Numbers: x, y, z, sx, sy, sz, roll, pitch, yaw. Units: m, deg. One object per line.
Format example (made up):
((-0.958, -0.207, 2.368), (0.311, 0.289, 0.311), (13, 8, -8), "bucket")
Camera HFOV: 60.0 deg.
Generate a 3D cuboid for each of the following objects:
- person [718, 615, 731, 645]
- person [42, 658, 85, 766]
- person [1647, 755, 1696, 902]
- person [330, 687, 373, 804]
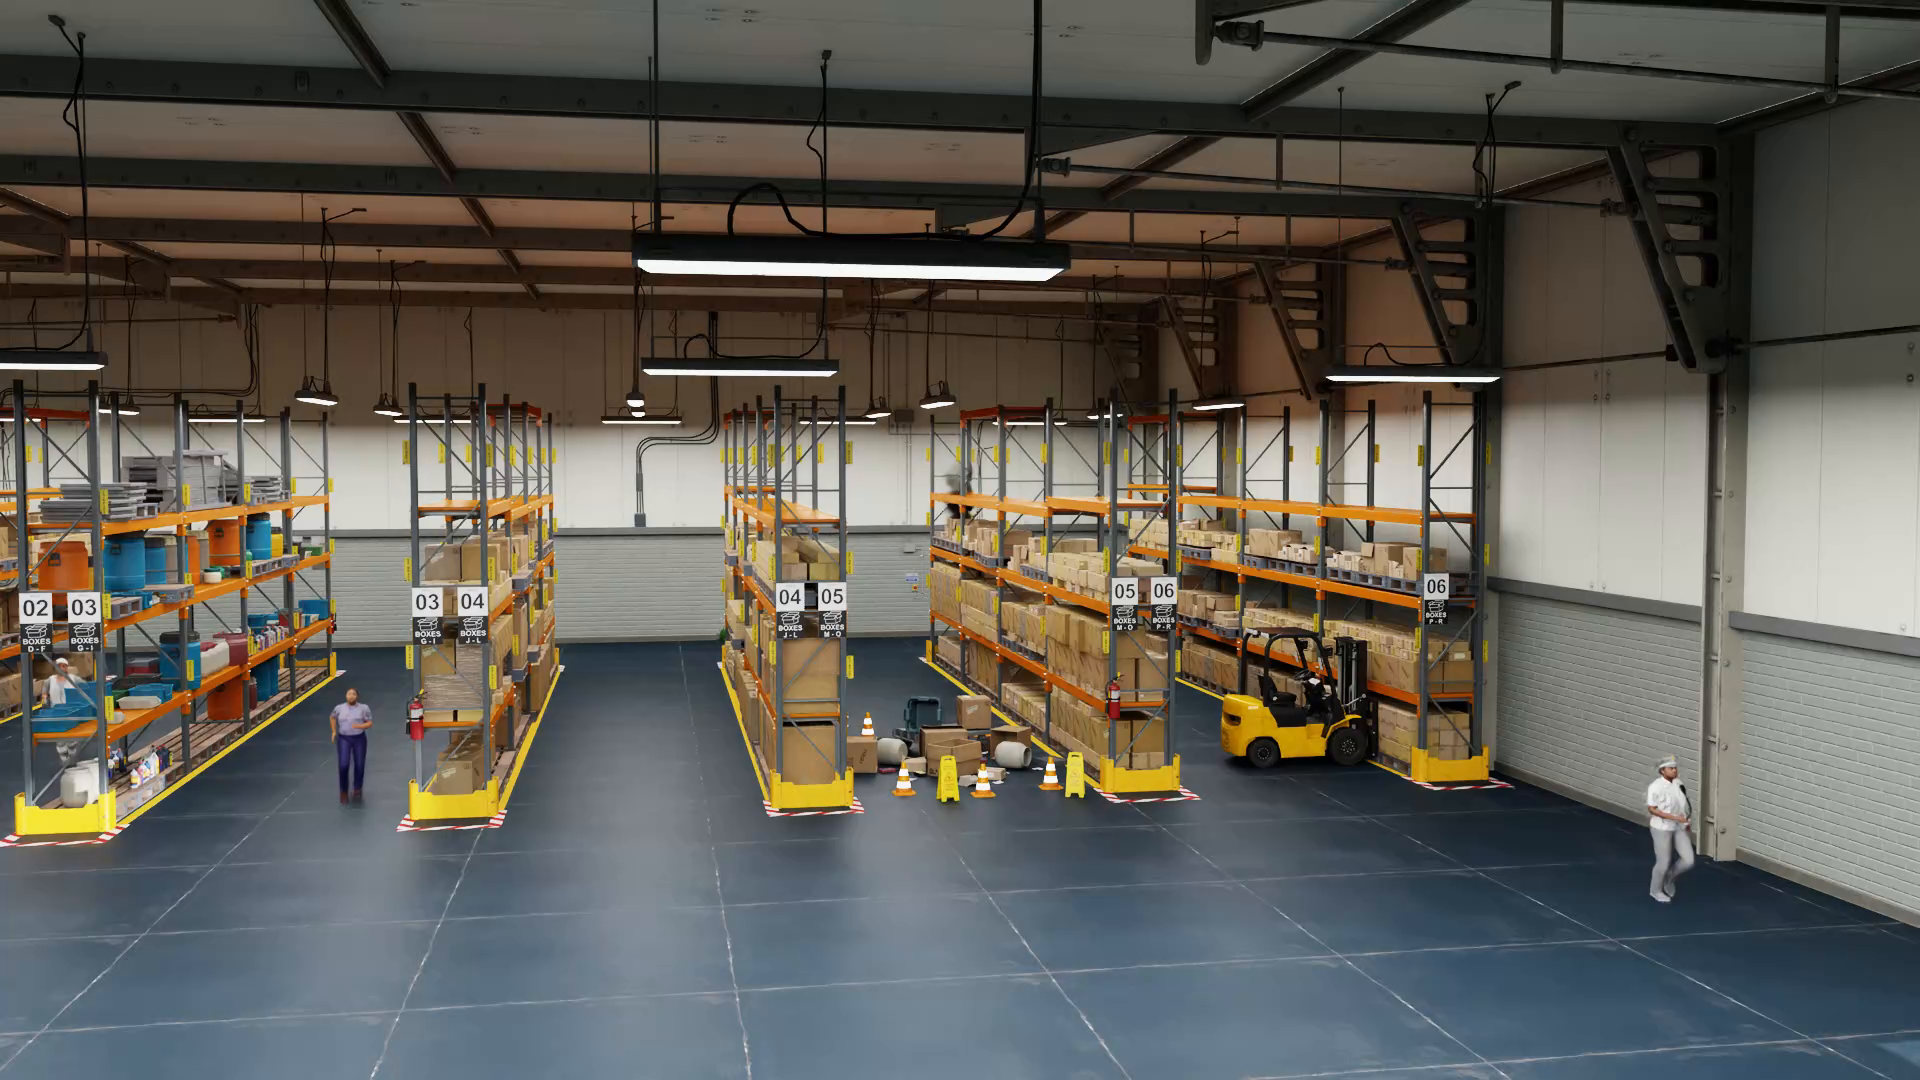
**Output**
((-5.606, 2.076, 40.747), (0.639, 1.777, 0.717), (0, 3, 3), "person")
((-14.352, 2.766, 26.603), (0.628, 1.753, 0.632), (-1, 3, -17), "person")
((7.950, 3.224, 18.534), (0.558, 1.660, 0.577), (-1, 3, -16), "person")
((-8.803, 2.970, 24.067), (0.574, 1.693, 0.716), (-1, 3, -22), "person")
